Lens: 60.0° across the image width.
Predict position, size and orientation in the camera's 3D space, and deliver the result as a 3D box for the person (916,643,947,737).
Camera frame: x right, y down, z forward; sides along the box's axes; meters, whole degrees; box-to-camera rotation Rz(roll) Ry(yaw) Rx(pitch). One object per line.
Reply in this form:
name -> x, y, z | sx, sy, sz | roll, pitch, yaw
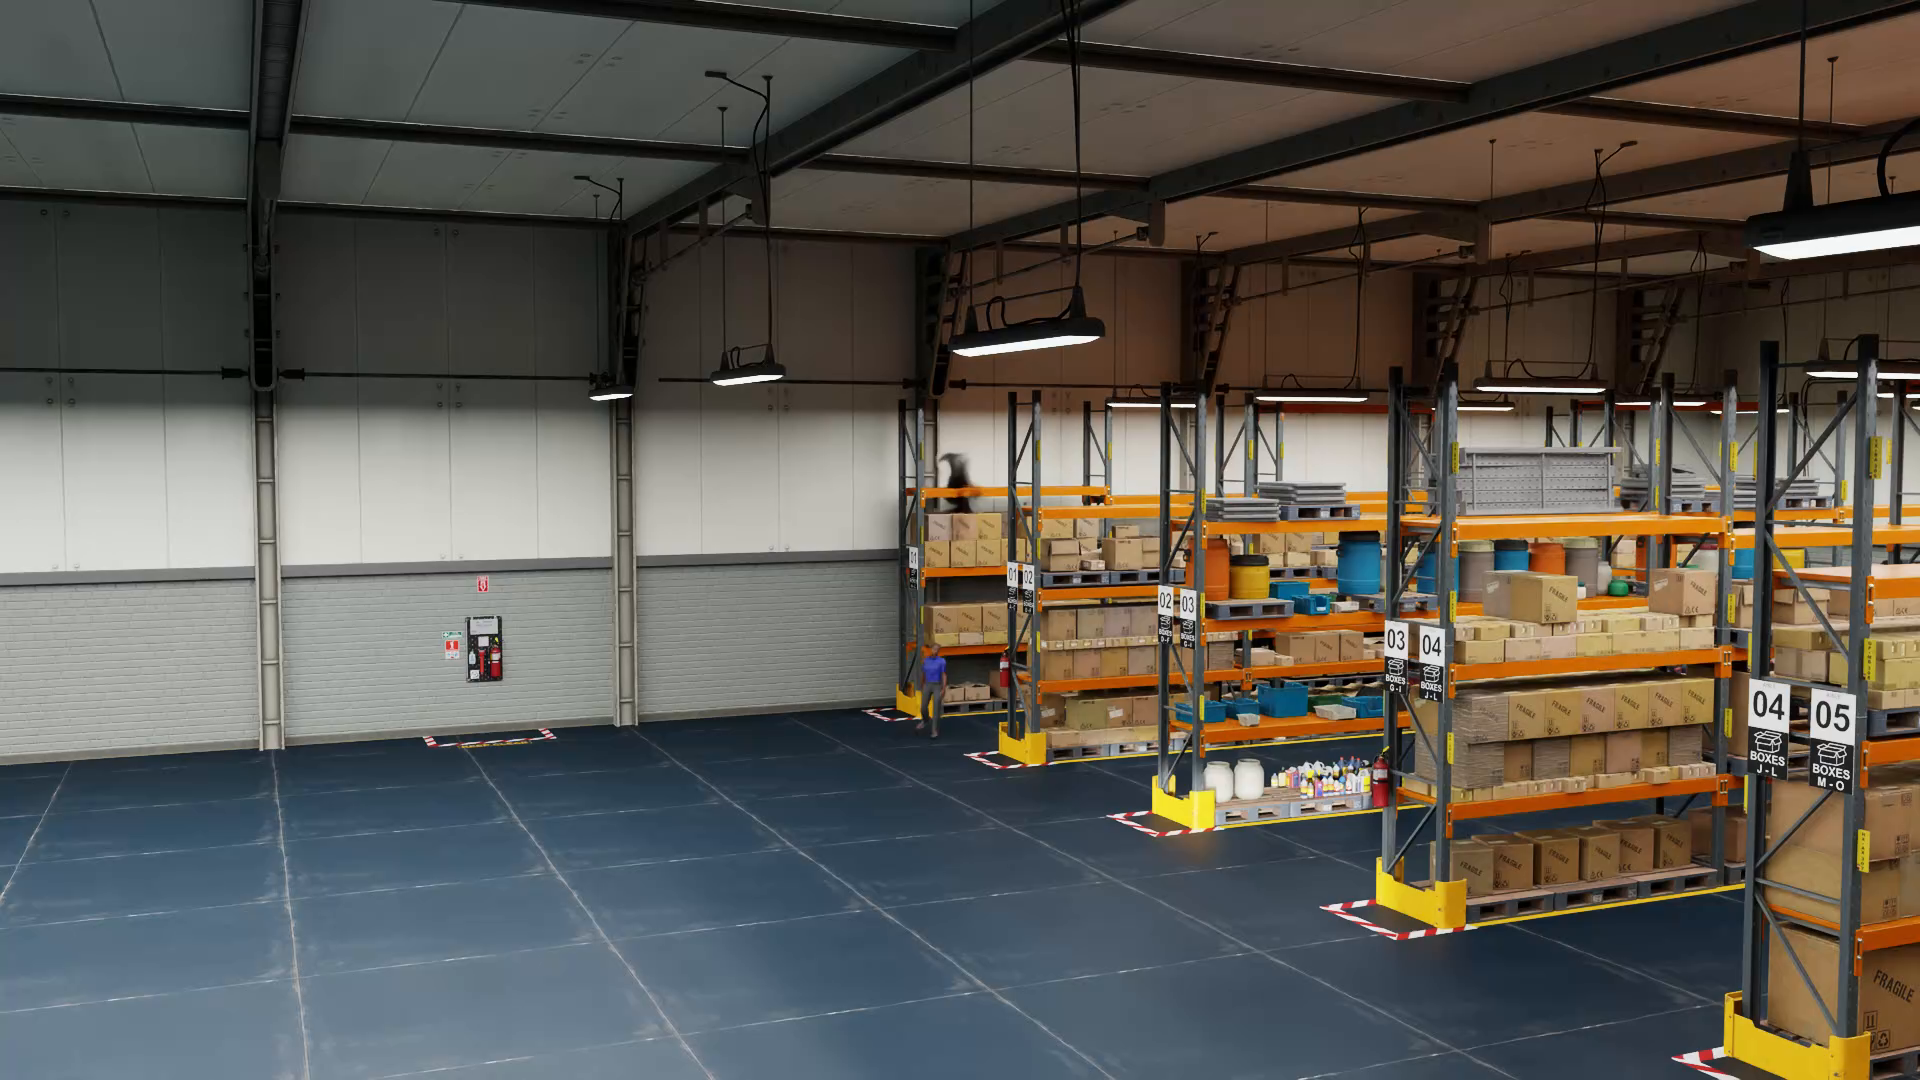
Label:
person -> -0.505, 2.623, 29.281 | 0.599, 1.651, 0.558 | 1, 3, 10
